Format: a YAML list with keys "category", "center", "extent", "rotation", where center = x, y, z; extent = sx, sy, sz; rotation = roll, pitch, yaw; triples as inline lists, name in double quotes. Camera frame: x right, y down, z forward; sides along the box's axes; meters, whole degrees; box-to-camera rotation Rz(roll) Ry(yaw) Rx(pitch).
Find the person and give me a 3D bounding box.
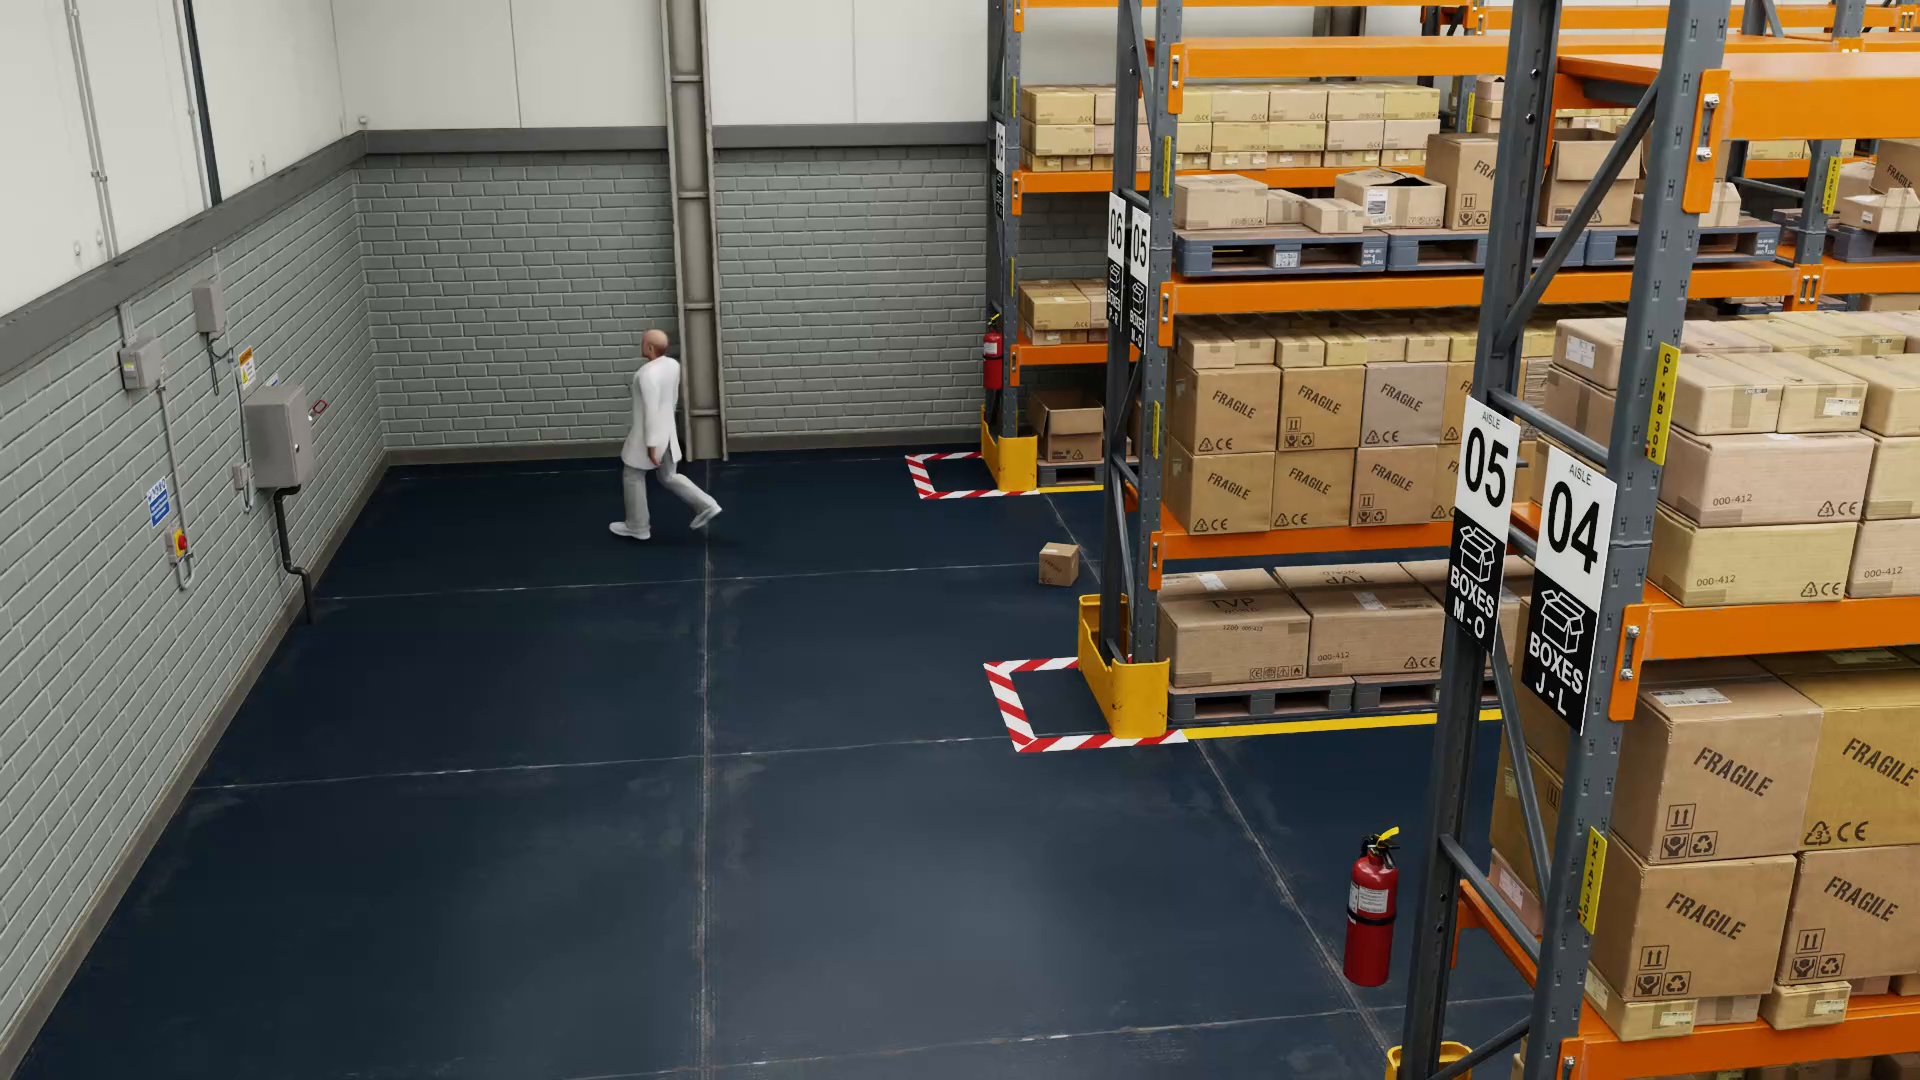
- category: "person"
  center: [-2.423, -0.847, 13.445]
  extent: [0.970, 1.747, 0.574]
  rotation: [7, 21, 20]
